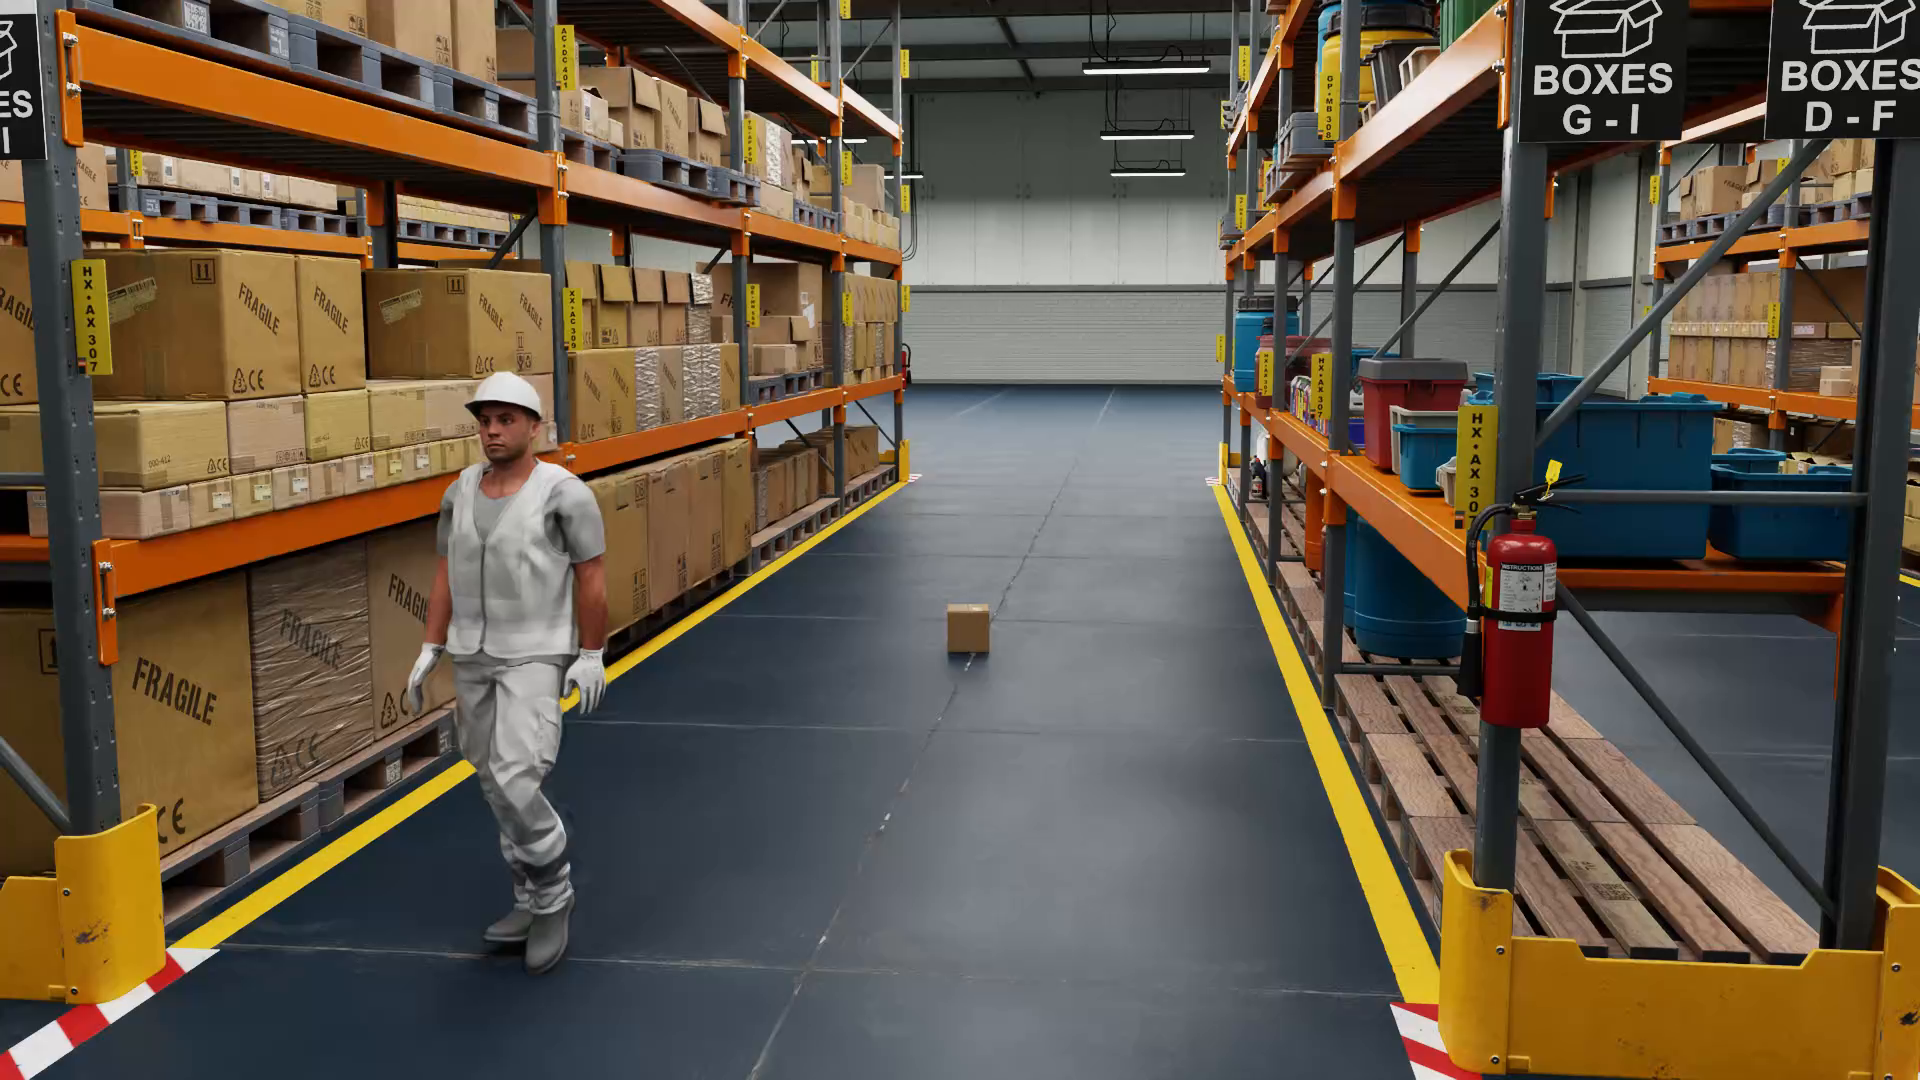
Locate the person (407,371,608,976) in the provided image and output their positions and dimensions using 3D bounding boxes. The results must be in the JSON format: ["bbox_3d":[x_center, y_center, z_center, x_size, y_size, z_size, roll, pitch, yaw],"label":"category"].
[{"bbox_3d":[-1.396,0.400,5.065,0.553,1.814,0.481,3,8,19],"label":"person"}]
